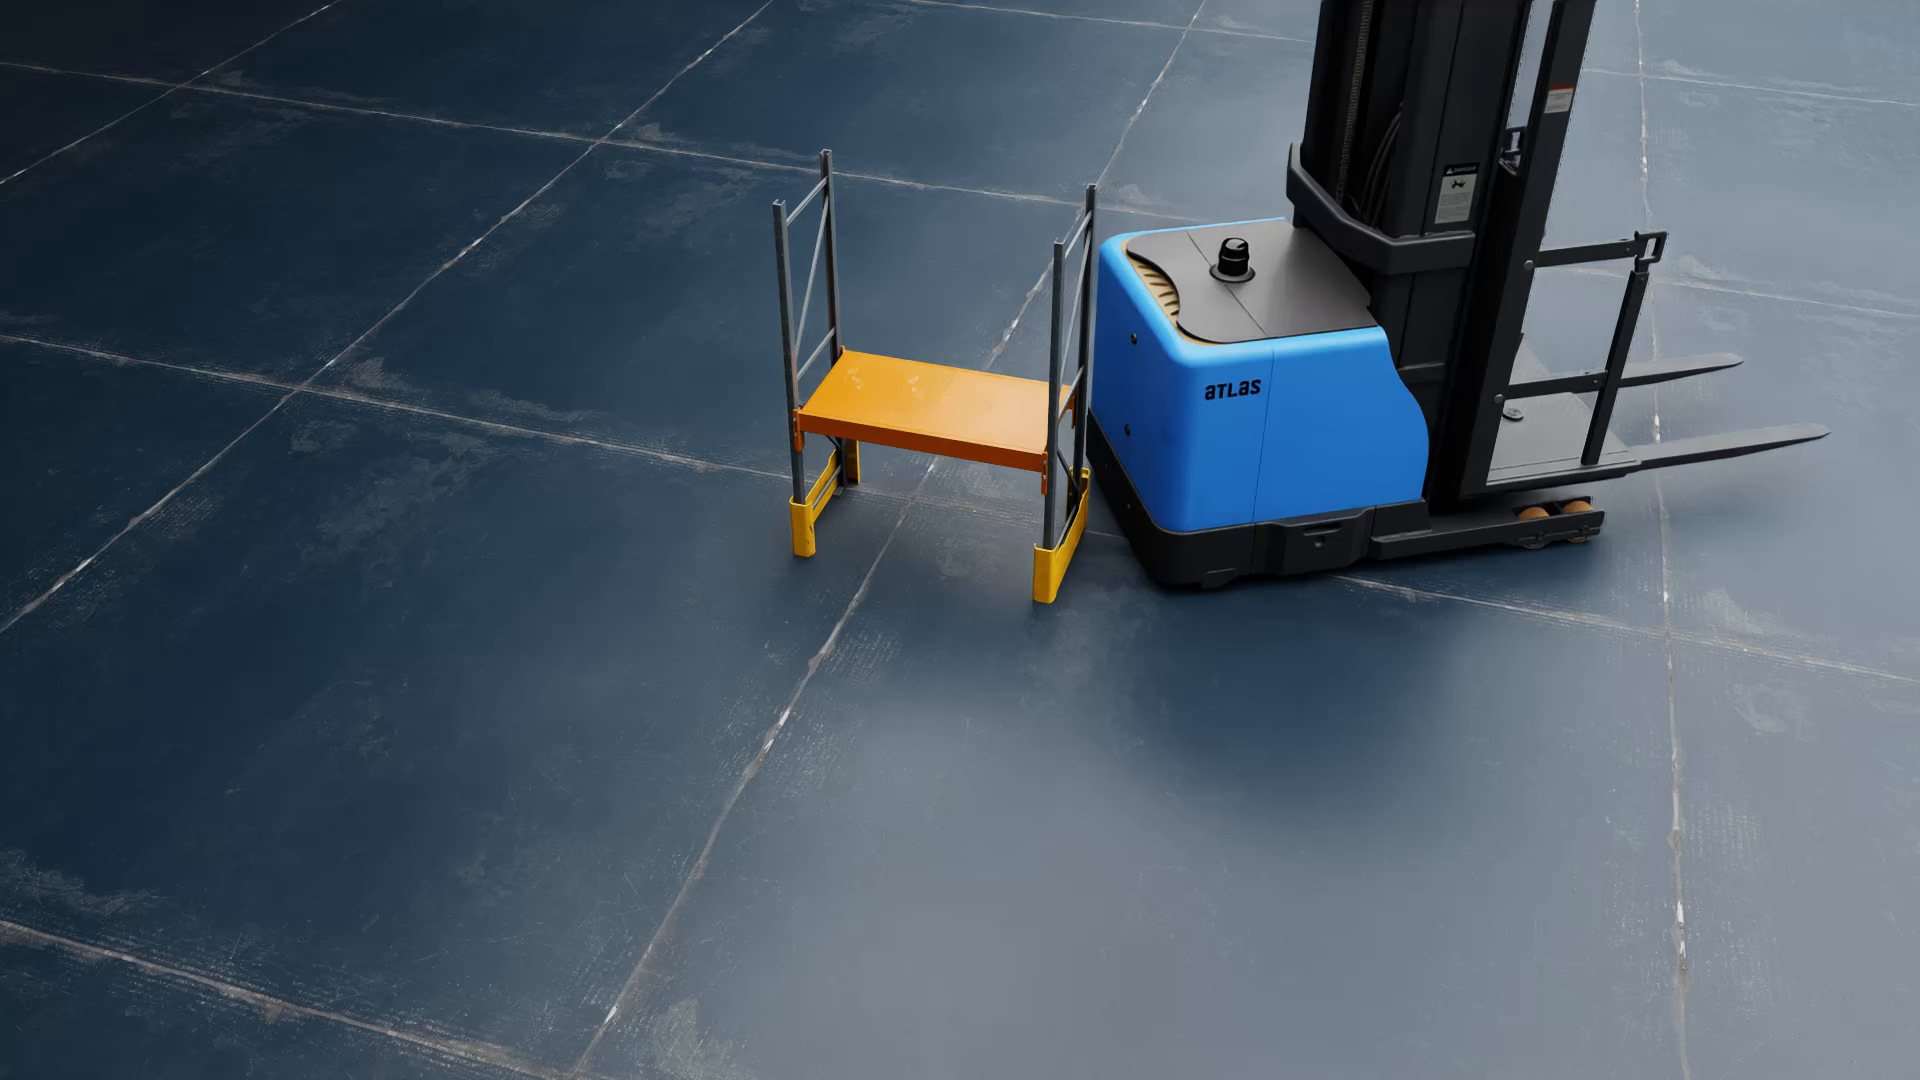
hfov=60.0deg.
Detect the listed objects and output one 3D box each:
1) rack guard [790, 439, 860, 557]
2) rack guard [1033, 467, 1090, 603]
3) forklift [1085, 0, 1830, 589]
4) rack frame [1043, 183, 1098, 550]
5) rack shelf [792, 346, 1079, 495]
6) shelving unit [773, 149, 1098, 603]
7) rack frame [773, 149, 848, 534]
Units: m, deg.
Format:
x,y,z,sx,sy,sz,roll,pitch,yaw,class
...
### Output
x,y,z,sx,sy,sz,roll,pitch,yaw,class
-0.548,-0.202,6.814,0.087,0.250,0.587,10,38,14,rack guard
0.403,-0.026,6.575,0.087,0.250,0.587,10,38,14,rack guard
2.110,-1.443,6.237,3.031,2.935,1.130,-8,37,-10,forklift
0.404,-0.529,6.204,0.032,1.500,0.500,10,38,14,rack frame
-0.081,-0.474,6.433,1.000,0.185,0.538,10,38,14,rack shelf
-0.073,-0.618,6.324,1.083,1.500,0.587,10,38,14,shelving unit
-0.567,-0.709,6.448,0.032,1.500,0.500,10,38,14,rack frame
